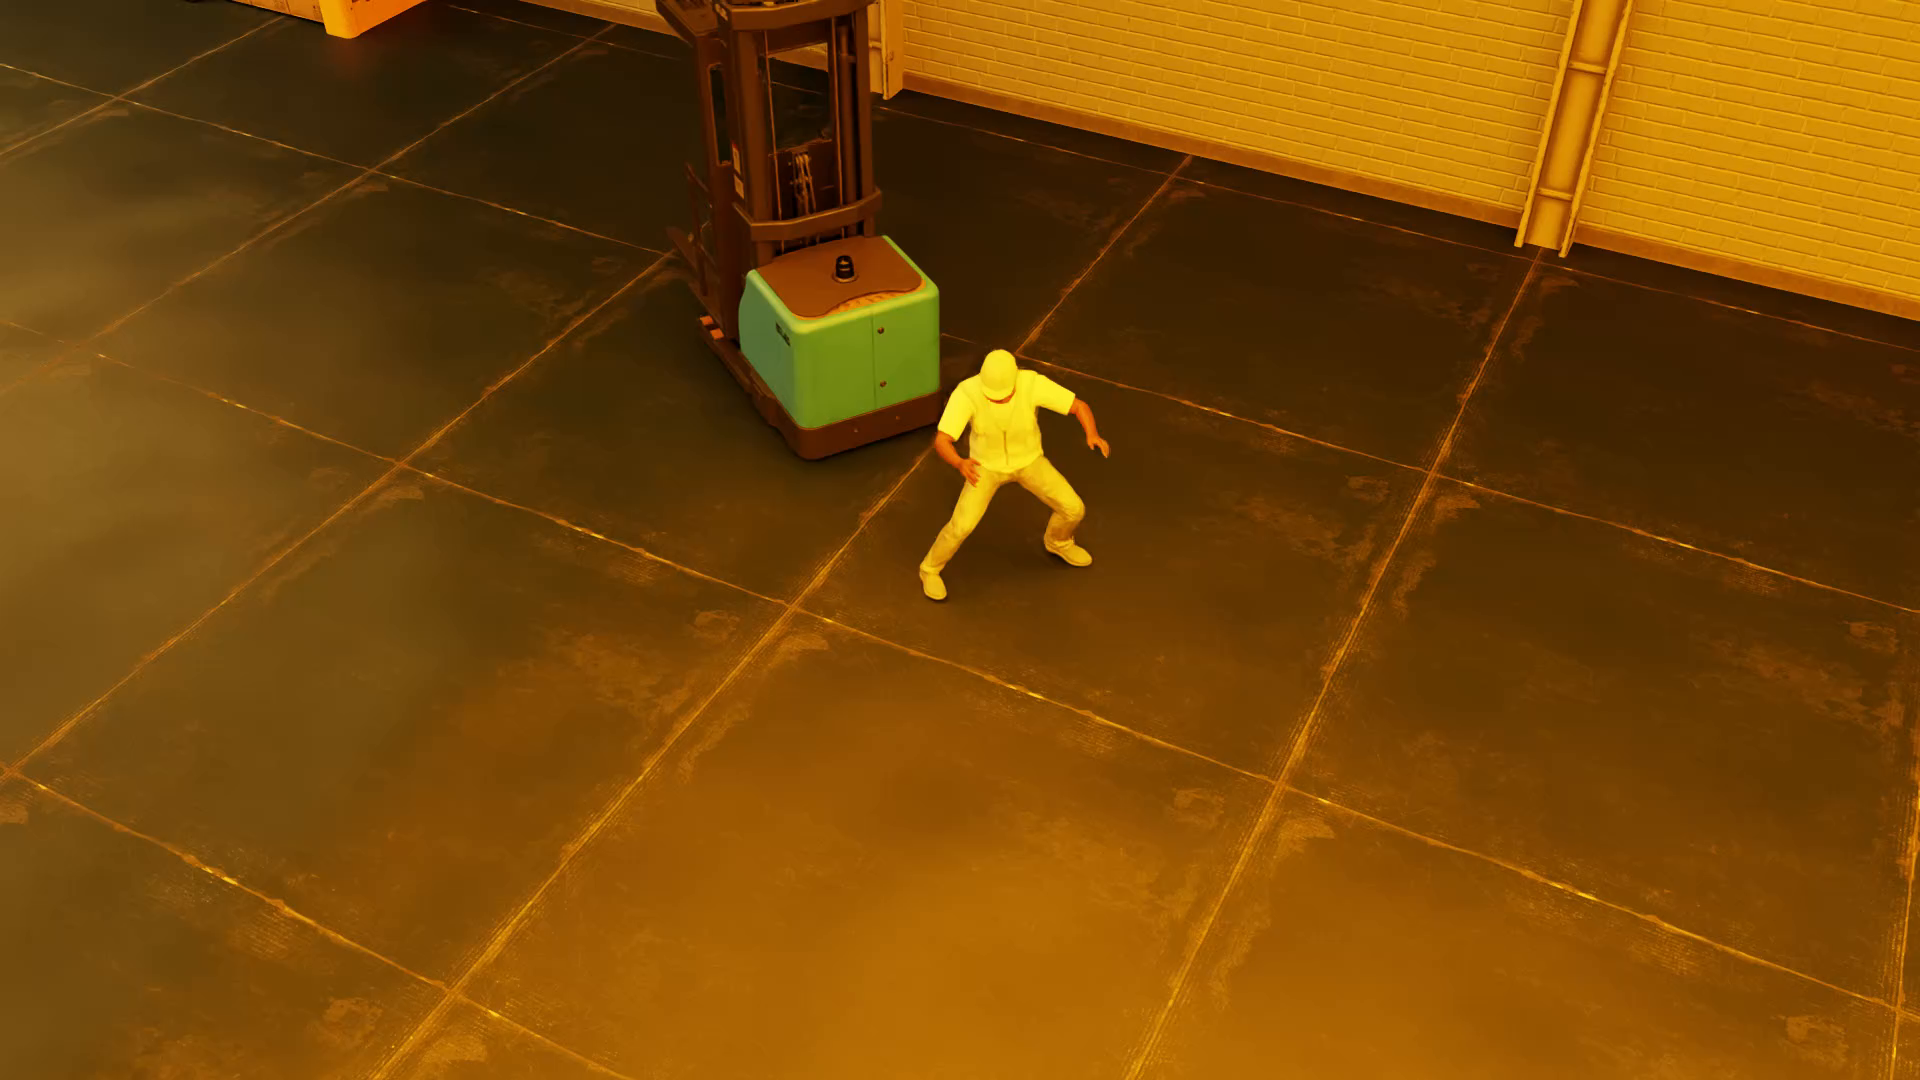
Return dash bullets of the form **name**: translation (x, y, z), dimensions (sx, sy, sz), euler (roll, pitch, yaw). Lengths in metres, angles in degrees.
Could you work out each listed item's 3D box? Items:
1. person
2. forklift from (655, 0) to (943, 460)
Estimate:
- **person**: translation (0.290, -0.392, 9.541), dimensions (1.072, 1.534, 0.756), euler (-2, 40, -2)
- **forklift**: translation (-1.250, -2.582, 11.052), dimensions (1.130, 2.935, 3.031), euler (-19, 44, -21)
